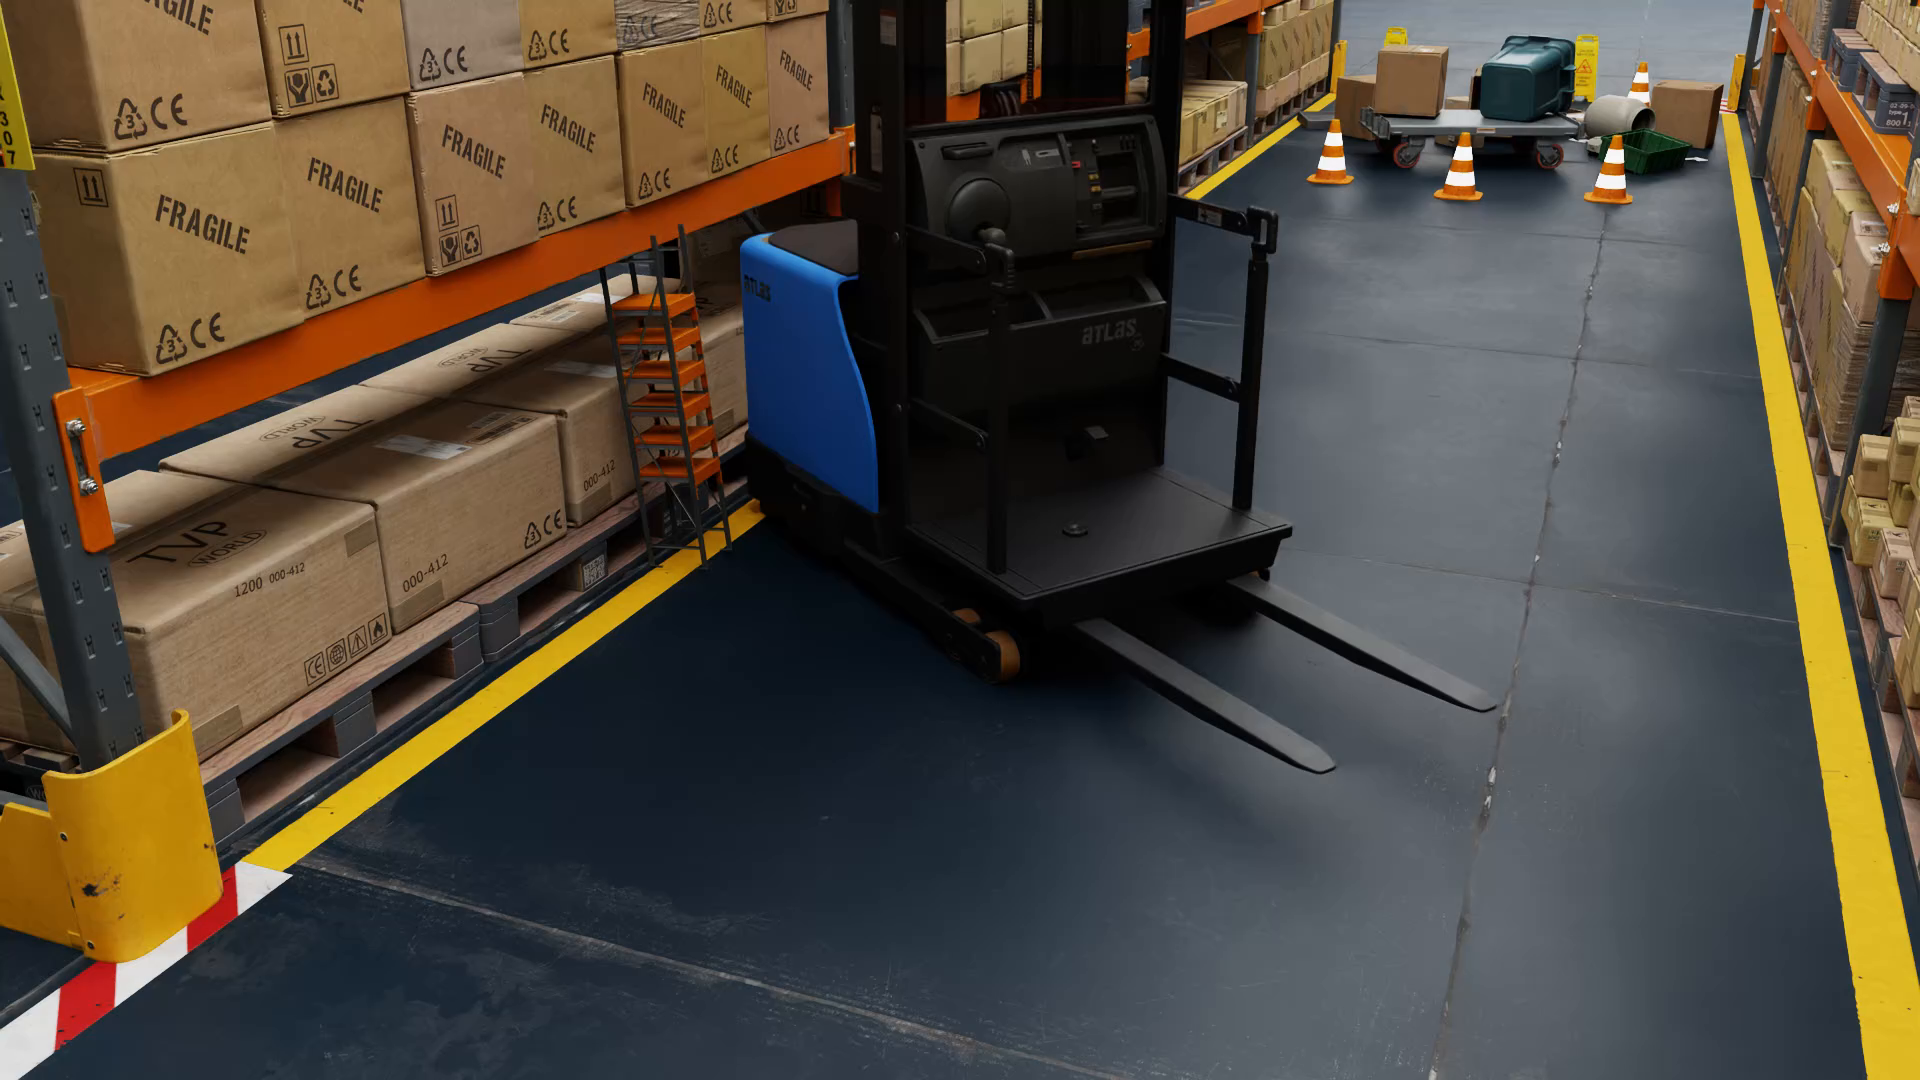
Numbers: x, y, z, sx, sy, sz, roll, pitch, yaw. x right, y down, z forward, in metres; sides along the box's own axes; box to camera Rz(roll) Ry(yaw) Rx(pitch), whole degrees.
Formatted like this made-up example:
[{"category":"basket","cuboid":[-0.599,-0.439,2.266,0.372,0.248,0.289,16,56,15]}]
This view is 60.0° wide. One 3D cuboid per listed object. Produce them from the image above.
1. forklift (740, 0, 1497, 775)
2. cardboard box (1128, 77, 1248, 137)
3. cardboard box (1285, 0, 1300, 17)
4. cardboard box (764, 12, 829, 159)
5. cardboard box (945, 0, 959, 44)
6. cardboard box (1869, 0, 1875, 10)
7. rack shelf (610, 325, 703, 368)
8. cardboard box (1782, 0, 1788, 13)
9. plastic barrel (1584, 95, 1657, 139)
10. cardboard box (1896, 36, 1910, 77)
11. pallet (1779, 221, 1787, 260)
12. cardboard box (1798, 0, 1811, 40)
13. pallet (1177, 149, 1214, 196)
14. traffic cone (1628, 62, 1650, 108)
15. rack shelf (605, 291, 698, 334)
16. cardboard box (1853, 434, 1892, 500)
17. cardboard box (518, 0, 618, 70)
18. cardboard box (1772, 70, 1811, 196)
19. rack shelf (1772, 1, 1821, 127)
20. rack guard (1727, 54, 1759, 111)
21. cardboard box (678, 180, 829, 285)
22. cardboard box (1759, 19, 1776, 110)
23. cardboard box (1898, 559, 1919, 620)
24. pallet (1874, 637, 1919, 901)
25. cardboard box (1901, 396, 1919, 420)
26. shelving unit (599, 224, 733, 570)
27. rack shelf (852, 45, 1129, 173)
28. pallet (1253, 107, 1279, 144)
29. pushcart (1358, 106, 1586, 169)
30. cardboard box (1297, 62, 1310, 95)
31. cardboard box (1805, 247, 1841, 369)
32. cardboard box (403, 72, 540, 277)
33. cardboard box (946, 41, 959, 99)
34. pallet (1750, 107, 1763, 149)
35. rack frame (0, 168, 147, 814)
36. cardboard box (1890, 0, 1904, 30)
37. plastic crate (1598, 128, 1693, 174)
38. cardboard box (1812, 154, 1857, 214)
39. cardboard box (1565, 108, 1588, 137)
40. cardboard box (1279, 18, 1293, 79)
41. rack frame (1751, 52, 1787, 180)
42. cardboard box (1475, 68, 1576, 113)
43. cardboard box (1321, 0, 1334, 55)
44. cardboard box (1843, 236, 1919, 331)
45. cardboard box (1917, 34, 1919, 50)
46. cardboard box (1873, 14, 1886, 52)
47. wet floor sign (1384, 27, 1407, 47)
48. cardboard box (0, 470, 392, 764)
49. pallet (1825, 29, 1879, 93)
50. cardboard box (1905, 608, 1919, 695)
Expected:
[{"category":"forklift","cuboid":[0.385,-1.112,5.109,1.130,2.935,3.031,-14,26,-30]},{"category":"cardboard box","cuboid":[1.857,-3.629,13.910,0.950,0.372,0.625,9,24,21]},{"category":"cardboard box","cuboid":[2.908,-4.895,15.286,0.380,0.149,0.250,10,25,23]},{"category":"cardboard box","cuboid":[-0.857,-1.816,6.576,0.500,0.500,0.500,9,24,21]},{"category":"cardboard box","cuboid":[-0.329,-2.442,7.750,0.500,0.250,0.500,9,24,21]},{"category":"cardboard box","cuboid":[4.732,-2.705,8.229,0.380,0.149,0.250,10,25,23]},{"category":"rack shelf","cuboid":[-1.049,-0.671,5.765,0.258,0.103,0.180,3,23,21]},{"category":"cardboard box","cuboid":[6.238,-4.059,11.947,0.500,0.500,0.500,9,24,21]},{"category":"plastic barrel","cuboid":[5.680,-3.600,14.318,0.421,0.421,0.512,-12,25,-26]},{"category":"cardboard box","cuboid":[4.156,-2.015,6.963,0.380,0.149,0.250,10,25,22]},{"category":"pallet","cuboid":[5.560,-1.716,10.084,1.003,0.211,1.213,9,24,20]},{"category":"cardboard box","cuboid":[5.487,-3.334,10.211,0.500,0.500,0.500,8,24,19]},{"category":"pallet","cuboid":[1.310,-2.832,12.755,1.003,0.211,1.213,9,24,20]},{"category":"traffic cone","cuboid":[6.653,-4.437,16.272,0.336,0.463,0.334,9,24,20]},{"category":"rack shelf","cuboid":[-1.060,-0.783,5.722,0.258,0.103,0.180,3,23,21]},{"category":"cardboard box","cuboid":[3.280,-0.232,5.681,0.380,0.149,0.250,10,25,22]},{"category":"cardboard box","cuboid":[-1.411,-1.729,5.072,0.500,0.500,0.500,9,24,20]},{"category":"cardboard box","cuboid":[6.174,-2.739,11.289,1.050,0.750,0.750,9,24,20]},{"category":"rack shelf","cuboid":[5.940,-3.115,10.749,1.077,0.370,4.000,9,24,20]},{"category":"rack guard","cuboid":[8.178,-4.449,16.253,1.175,0.500,0.348,9,24,20]},{"category":"cardboard box","cuboid":[-0.766,-1.419,7.968,0.875,0.875,0.875,10,25,22]},{"category":"cardboard box","cuboid":[7.653,-4.240,14.722,0.875,0.875,0.875,8,24,19]},{"category":"cardboard box","cuboid":[3.087,0.196,5.044,0.380,0.149,0.250,8,24,19]},{"category":"pallet","cuboid":[3.043,0.670,4.372,1.003,0.211,1.213,9,24,20]},{"category":"cardboard box","cuboid":[3.391,-0.359,5.600,0.380,0.149,0.250,10,25,22]},{"category":"shelving unit","cuboid":[-1.031,-0.489,5.835,0.258,1.200,0.189,3,23,21]},{"category":"rack shelf","cuboid":[-0.179,-2.356,8.933,1.077,0.370,4.000,9,24,20]},{"category":"pallet","cuboid":[2.266,-3.794,15.059,1.003,0.211,1.213,9,24,20]},{"category":"pushcart","cuboid":[4.185,-3.317,13.701,1.648,0.377,0.936,1,23,2]},{"category":"cardboard box","cuboid":[3.096,-4.492,16.134,0.500,0.250,0.500,8,24,18]},{"category":"cardboard box","cuboid":[4.138,-1.008,7.469,0.500,0.500,0.500,8,24,19]},{"category":"cardboard box","cuboid":[-1.595,-1.082,4.820,0.500,0.500,0.500,9,24,20]},{"category":"cardboard box","cuboid":[-0.323,-2.208,7.840,0.500,0.250,0.500,8,24,19]},{"category":"pallet","cuboid":[7.490,-3.575,14.535,1.003,0.211,1.213,9,24,20]},{"category":"rack frame","cuboid":[-2.408,-0.541,3.654,1.000,3.000,0.127,9,24,20]},{"category":"cardboard box","cuboid":[4.354,-2.341,7.358,0.380,0.149,0.250,9,24,20]},{"category":"plastic crate","cuboid":[5.531,-3.142,13.453,0.662,0.188,0.450,-17,38,-35]},{"category":"cardboard box","cuboid":[4.528,-1.724,8.211,0.500,0.250,0.500,8,24,19]},{"category":"cardboard box","cuboid":[5.611,-3.780,14.955,0.396,0.266,0.258,13,26,29]},{"category":"cardboard box","cuboid":[2.707,-4.472,15.114,0.500,0.500,0.500,10,25,22]},{"category":"rack frame","cuboid":[6.683,-4.163,12.324,1.000,3.000,0.127,9,24,20]},{"category":"cardboard box","cuboid":[5.233,-4.124,15.470,0.797,0.503,0.637,-7,24,-17]},{"category":"cardboard box","cuboid":[3.480,-5.214,16.890,0.500,0.500,0.500,9,24,20]},{"category":"cardboard box","cuboid":[3.753,-0.989,6.452,0.500,0.250,0.500,8,24,19]},{"category":"cardboard box","cuboid":[3.965,-1.967,6.463,0.380,0.149,0.250,8,24,18]},{"category":"cardboard box","cuboid":[4.545,-2.389,7.858,0.380,0.149,0.250,10,25,22]},{"category":"wet floor sign","cuboid":[4.599,-5.095,17.611,0.267,0.644,0.232,19,29,38]},{"category":"cardboard box","cuboid":[-2.256,0.197,4.666,0.875,0.438,0.875,8,24,18]},{"category":"pallet","cuboid":[5.031,-2.373,8.287,1.213,0.211,1.003,9,24,20]},{"category":"cardboard box","cuboid":[2.717,0.321,4.357,0.380,0.149,0.250,9,24,21]}]
